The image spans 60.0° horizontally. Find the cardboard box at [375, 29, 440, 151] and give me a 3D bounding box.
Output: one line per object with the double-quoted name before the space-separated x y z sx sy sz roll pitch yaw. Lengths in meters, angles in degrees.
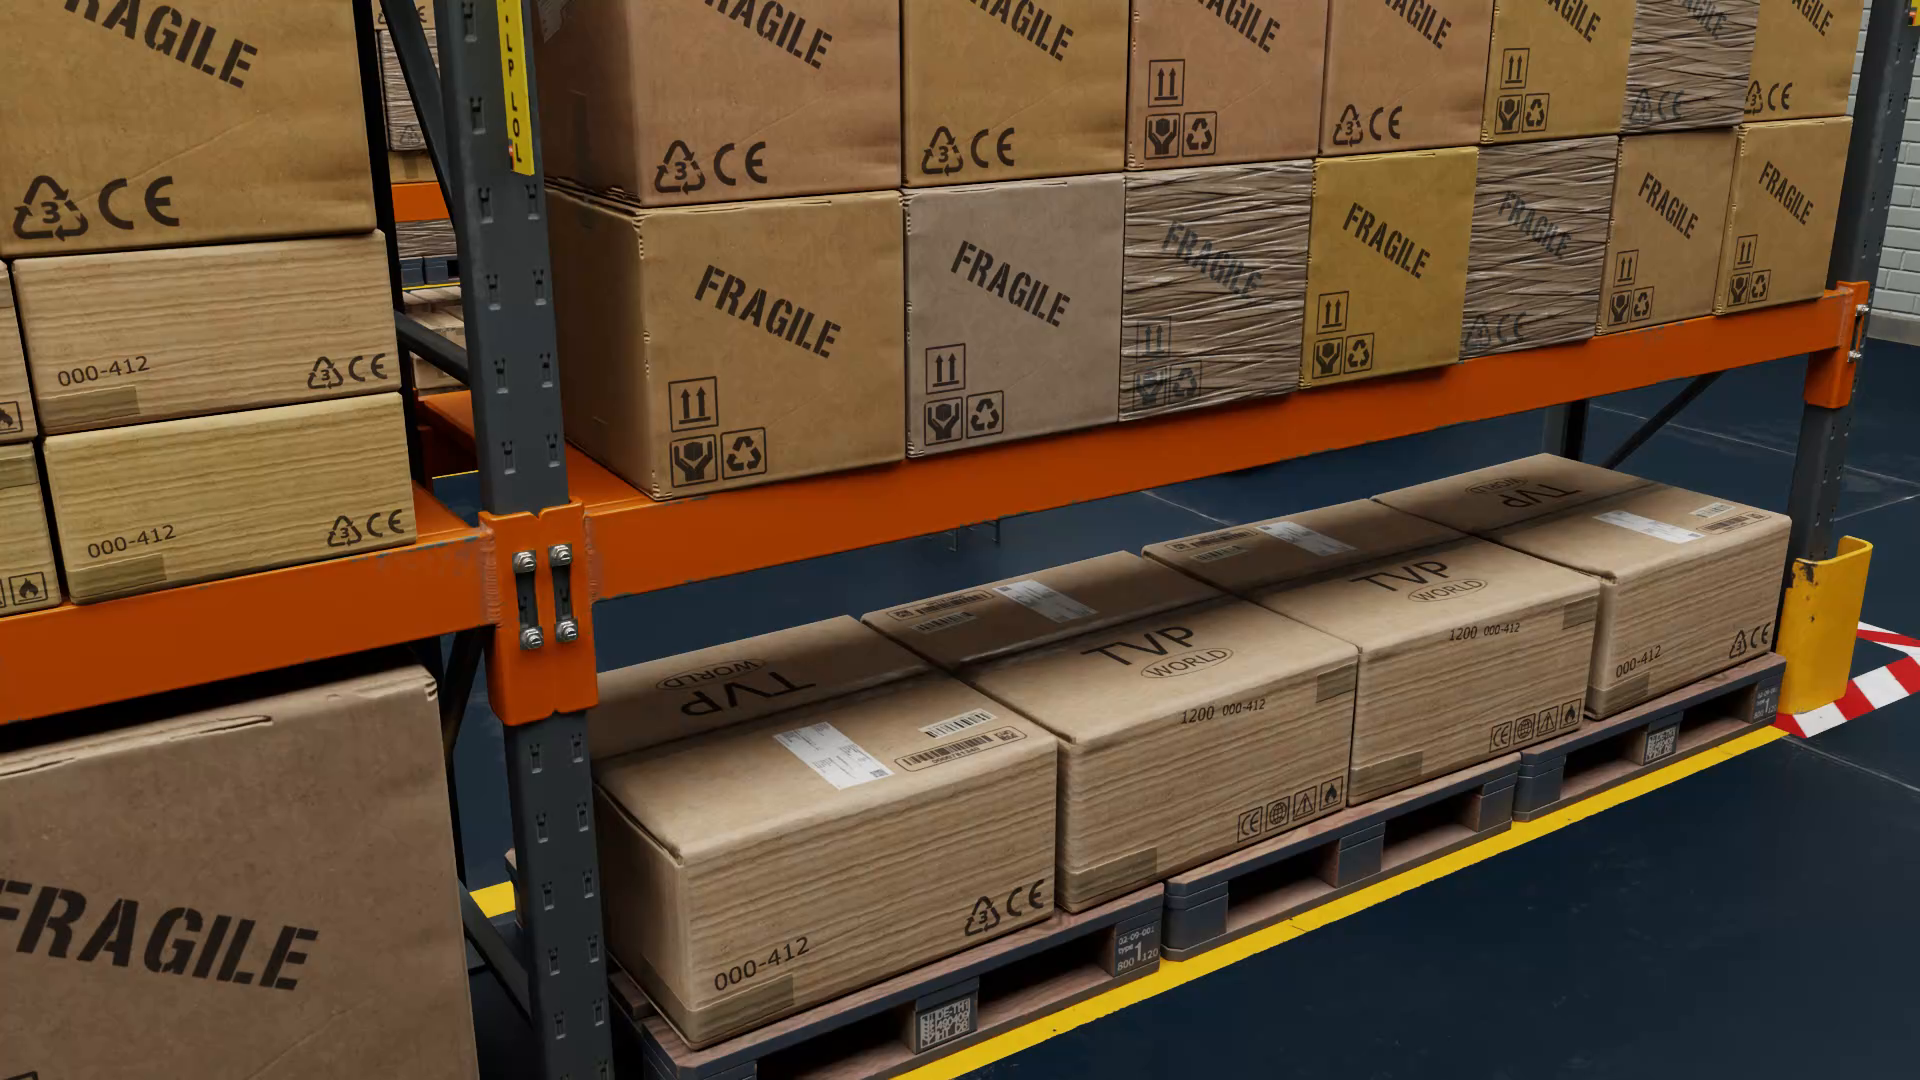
"cardboard box" -2.383 -2.032 7.451 0.500 0.500 0.500 -12 22 -33

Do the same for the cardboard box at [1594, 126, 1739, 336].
"cardboard box" 1.678 -0.861 4.452 0.500 0.500 0.500 -12 22 -33

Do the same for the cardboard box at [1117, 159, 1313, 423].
"cardboard box" 0.399 -0.583 3.629 0.500 0.500 0.500 -12 22 -31

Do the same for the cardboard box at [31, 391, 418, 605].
"cardboard box" -1.214 -0.132 2.686 0.500 0.250 0.500 -13 22 -33

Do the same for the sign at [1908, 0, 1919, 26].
"sign" 2.649 -1.567 4.519 0.005 0.325 0.100 -12 22 -31

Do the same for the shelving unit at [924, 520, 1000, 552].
"shelving unit" 0.007 -0.428 6.605 0.210 0.900 0.258 -12 22 -31

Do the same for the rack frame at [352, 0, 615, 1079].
"rack frame" -0.978 -0.349 3.095 0.127 3.000 1.000 -12 22 -31

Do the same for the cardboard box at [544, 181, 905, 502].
"cardboard box" -0.442 -0.409 3.116 0.500 0.500 0.500 -11 22 -30

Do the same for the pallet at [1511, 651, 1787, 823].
"pallet" 1.738 0.429 5.147 1.213 0.211 1.003 -12 22 -31

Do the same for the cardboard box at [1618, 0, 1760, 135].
"cardboard box" 1.670 -1.326 4.267 0.500 0.500 0.500 -12 22 -31

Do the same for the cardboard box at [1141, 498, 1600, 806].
"cardboard box" 1.106 0.267 4.615 0.875 0.438 0.875 -11 22 -30

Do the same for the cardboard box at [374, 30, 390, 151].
"cardboard box" -2.824 -1.953 7.217 0.500 0.500 0.500 -12 22 -31

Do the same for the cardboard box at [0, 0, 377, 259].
"cardboard box" -1.213 -0.725 2.487 0.500 0.500 0.500 -11 22 -30

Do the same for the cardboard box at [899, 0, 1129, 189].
"cardboard box" -0.022 -0.977 3.233 0.500 0.500 0.500 -12 22 -32

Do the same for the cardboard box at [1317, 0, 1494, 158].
"cardboard box" 0.834 -1.152 3.752 0.500 0.500 0.500 -12 22 -32

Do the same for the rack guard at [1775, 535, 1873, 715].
"rack guard" 2.382 0.126 5.592 0.348 0.500 1.175 -12 22 -31

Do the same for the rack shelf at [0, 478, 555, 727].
"rack shelf" -2.649 0.344 2.168 4.000 0.370 1.077 -12 22 -31

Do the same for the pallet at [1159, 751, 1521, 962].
"pallet" 0.720 0.642 4.515 1.213 0.211 1.003 -12 22 -31

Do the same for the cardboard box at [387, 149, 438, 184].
"cardboard box" -2.523 -1.699 7.478 0.250 0.149 0.380 -11 22 -30

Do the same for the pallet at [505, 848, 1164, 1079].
"pallet" -0.300 0.859 3.876 1.213 0.211 1.003 -12 22 -31

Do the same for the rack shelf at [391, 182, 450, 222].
"rack shelf" -2.115 -1.667 8.116 4.000 0.370 1.077 -12 22 -31

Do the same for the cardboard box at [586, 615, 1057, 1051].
"cardboard box" -0.395 0.584 3.680 0.875 0.438 0.875 -12 22 -32

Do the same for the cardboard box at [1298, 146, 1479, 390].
"cardboard box" 0.829 -0.674 3.897 0.500 0.500 0.500 -11 22 -30

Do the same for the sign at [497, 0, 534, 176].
"sign" -0.672 -0.717 2.498 0.005 0.325 0.100 -12 22 -31

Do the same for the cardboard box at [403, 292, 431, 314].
"cardboard box" -2.801 -1.117 8.231 0.250 0.149 0.380 -13 23 -34

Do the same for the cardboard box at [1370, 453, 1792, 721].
"cardboard box" 1.866 0.104 5.099 0.875 0.438 0.875 -13 23 -33

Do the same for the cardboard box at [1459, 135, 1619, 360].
"cardboard box" 1.253 -0.768 4.177 0.500 0.500 0.500 -11 22 -30

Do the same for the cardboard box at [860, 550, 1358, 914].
"cardboard box" 0.352 0.426 4.147 0.875 0.438 0.875 -13 22 -33

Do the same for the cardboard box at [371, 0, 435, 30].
"cardboard box" -2.412 -2.508 7.297 0.500 0.500 0.500 -11 22 -31

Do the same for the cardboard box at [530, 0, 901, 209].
"cardboard box" -0.448 -0.890 2.975 0.500 0.500 0.500 -12 22 -31

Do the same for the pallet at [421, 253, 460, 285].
"pallet" -3.713 -2.222 12.987 1.213 0.211 1.003 -12 22 -31

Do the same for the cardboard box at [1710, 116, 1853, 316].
"cardboard box" 2.105 -0.946 4.702 0.500 0.500 0.500 -12 22 -31

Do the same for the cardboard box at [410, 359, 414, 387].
"cardboard box" -2.734 -0.791 7.732 0.250 0.149 0.380 -13 23 -34

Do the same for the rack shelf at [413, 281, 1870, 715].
"rack shelf" 0.692 -0.361 4.252 4.000 0.370 1.077 -12 22 -31

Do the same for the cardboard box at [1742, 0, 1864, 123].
"cardboard box" 2.091 -1.426 4.563 0.500 0.500 0.500 -11 22 -30

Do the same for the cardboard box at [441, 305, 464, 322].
"cardboard box" -2.292 -1.027 7.965 0.250 0.149 0.380 -13 23 -34

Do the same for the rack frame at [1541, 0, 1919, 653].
"rack frame" 2.362 -1.054 5.179 0.127 3.000 1.000 -12 22 -31

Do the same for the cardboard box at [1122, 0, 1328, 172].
"cardboard box" 0.412 -1.064 3.491 0.500 0.500 0.500 -11 22 -30

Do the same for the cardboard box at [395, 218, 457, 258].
"cardboard box" -4.339 -2.603 12.422 0.875 0.875 0.875 -12 22 -31

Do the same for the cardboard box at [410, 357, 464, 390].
"cardboard box" -2.491 -0.833 7.857 0.250 0.149 0.380 -11 21 -29

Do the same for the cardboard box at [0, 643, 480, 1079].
"cardboard box" -1.452 0.589 2.981 0.875 0.875 0.875 -11 22 -30

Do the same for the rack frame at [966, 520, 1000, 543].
"rack frame" 0.092 -0.446 6.658 0.006 0.900 0.240 -12 22 -31

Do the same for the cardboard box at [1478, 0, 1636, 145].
"cardboard box" 1.255 -1.240 4.012 0.500 0.500 0.500 -12 22 -32

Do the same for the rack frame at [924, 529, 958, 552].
"rack frame" -0.078 -0.410 6.552 0.006 0.900 0.240 -12 22 -31

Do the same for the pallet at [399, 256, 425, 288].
"pallet" -4.731 -2.008 12.356 1.213 0.211 1.003 -12 22 -31

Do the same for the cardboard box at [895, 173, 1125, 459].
"cardboard box" -0.020 -0.497 3.375 0.500 0.500 0.500 -12 22 -31

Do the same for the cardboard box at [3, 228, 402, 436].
"cardboard box" -1.213 -0.372 2.617 0.500 0.250 0.500 -12 22 -31

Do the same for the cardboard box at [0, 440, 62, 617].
"cardboard box" -1.640 -0.042 2.421 0.500 0.250 0.500 -12 22 -32

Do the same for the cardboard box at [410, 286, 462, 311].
"cardboard box" -2.582 -1.168 8.381 0.250 0.149 0.380 -13 23 -33

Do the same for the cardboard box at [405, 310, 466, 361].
"cardboard box" -2.474 -0.957 7.757 0.250 0.149 0.380 -11 22 -30

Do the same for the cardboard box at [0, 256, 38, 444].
"cardboard box" -1.626 -0.282 2.350 0.500 0.250 0.500 -11 22 -30

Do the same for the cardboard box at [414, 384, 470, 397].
"cardboard box" -2.513 -0.702 7.932 0.250 0.149 0.380 -13 23 -34
